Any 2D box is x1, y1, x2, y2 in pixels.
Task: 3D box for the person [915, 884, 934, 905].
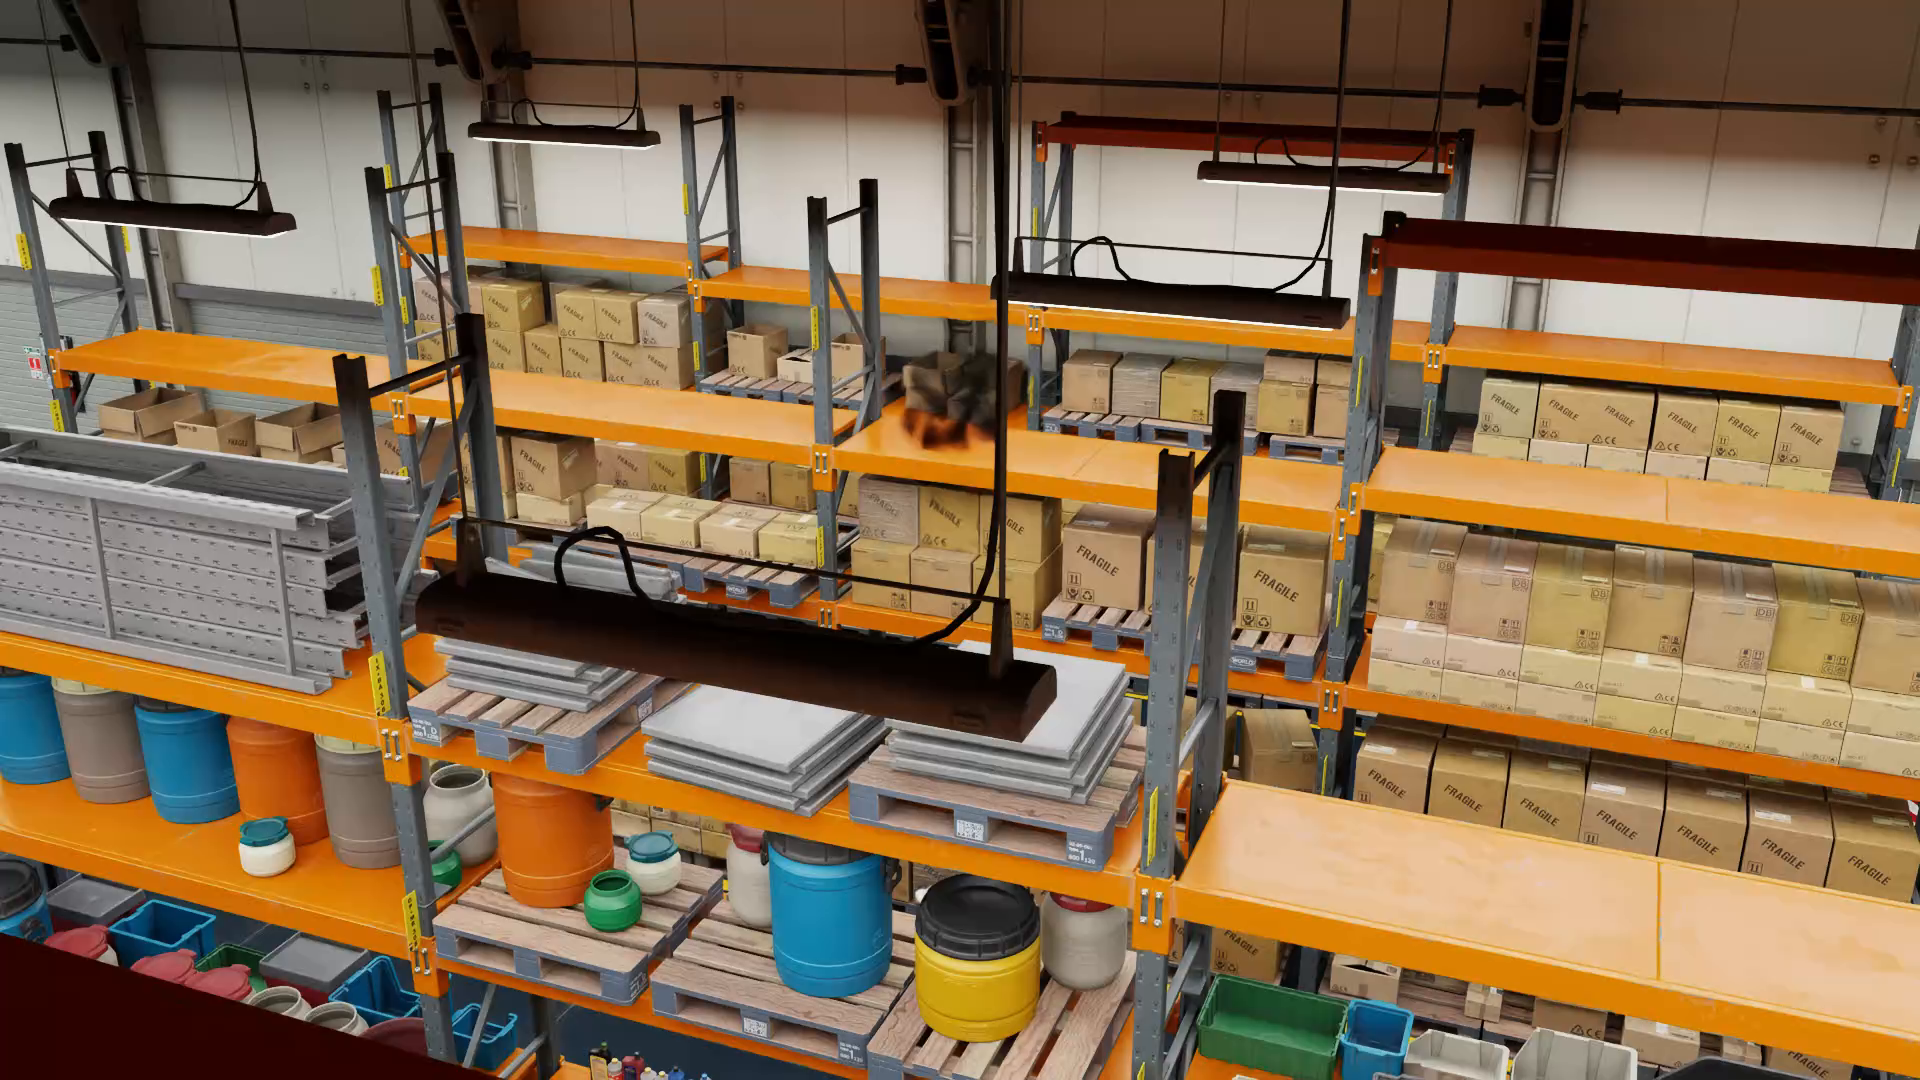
[{"bbox_3d":[-0.209,3.179,11.590,0.684,1.796,0.677,5,21,12],"label":"person"}]
